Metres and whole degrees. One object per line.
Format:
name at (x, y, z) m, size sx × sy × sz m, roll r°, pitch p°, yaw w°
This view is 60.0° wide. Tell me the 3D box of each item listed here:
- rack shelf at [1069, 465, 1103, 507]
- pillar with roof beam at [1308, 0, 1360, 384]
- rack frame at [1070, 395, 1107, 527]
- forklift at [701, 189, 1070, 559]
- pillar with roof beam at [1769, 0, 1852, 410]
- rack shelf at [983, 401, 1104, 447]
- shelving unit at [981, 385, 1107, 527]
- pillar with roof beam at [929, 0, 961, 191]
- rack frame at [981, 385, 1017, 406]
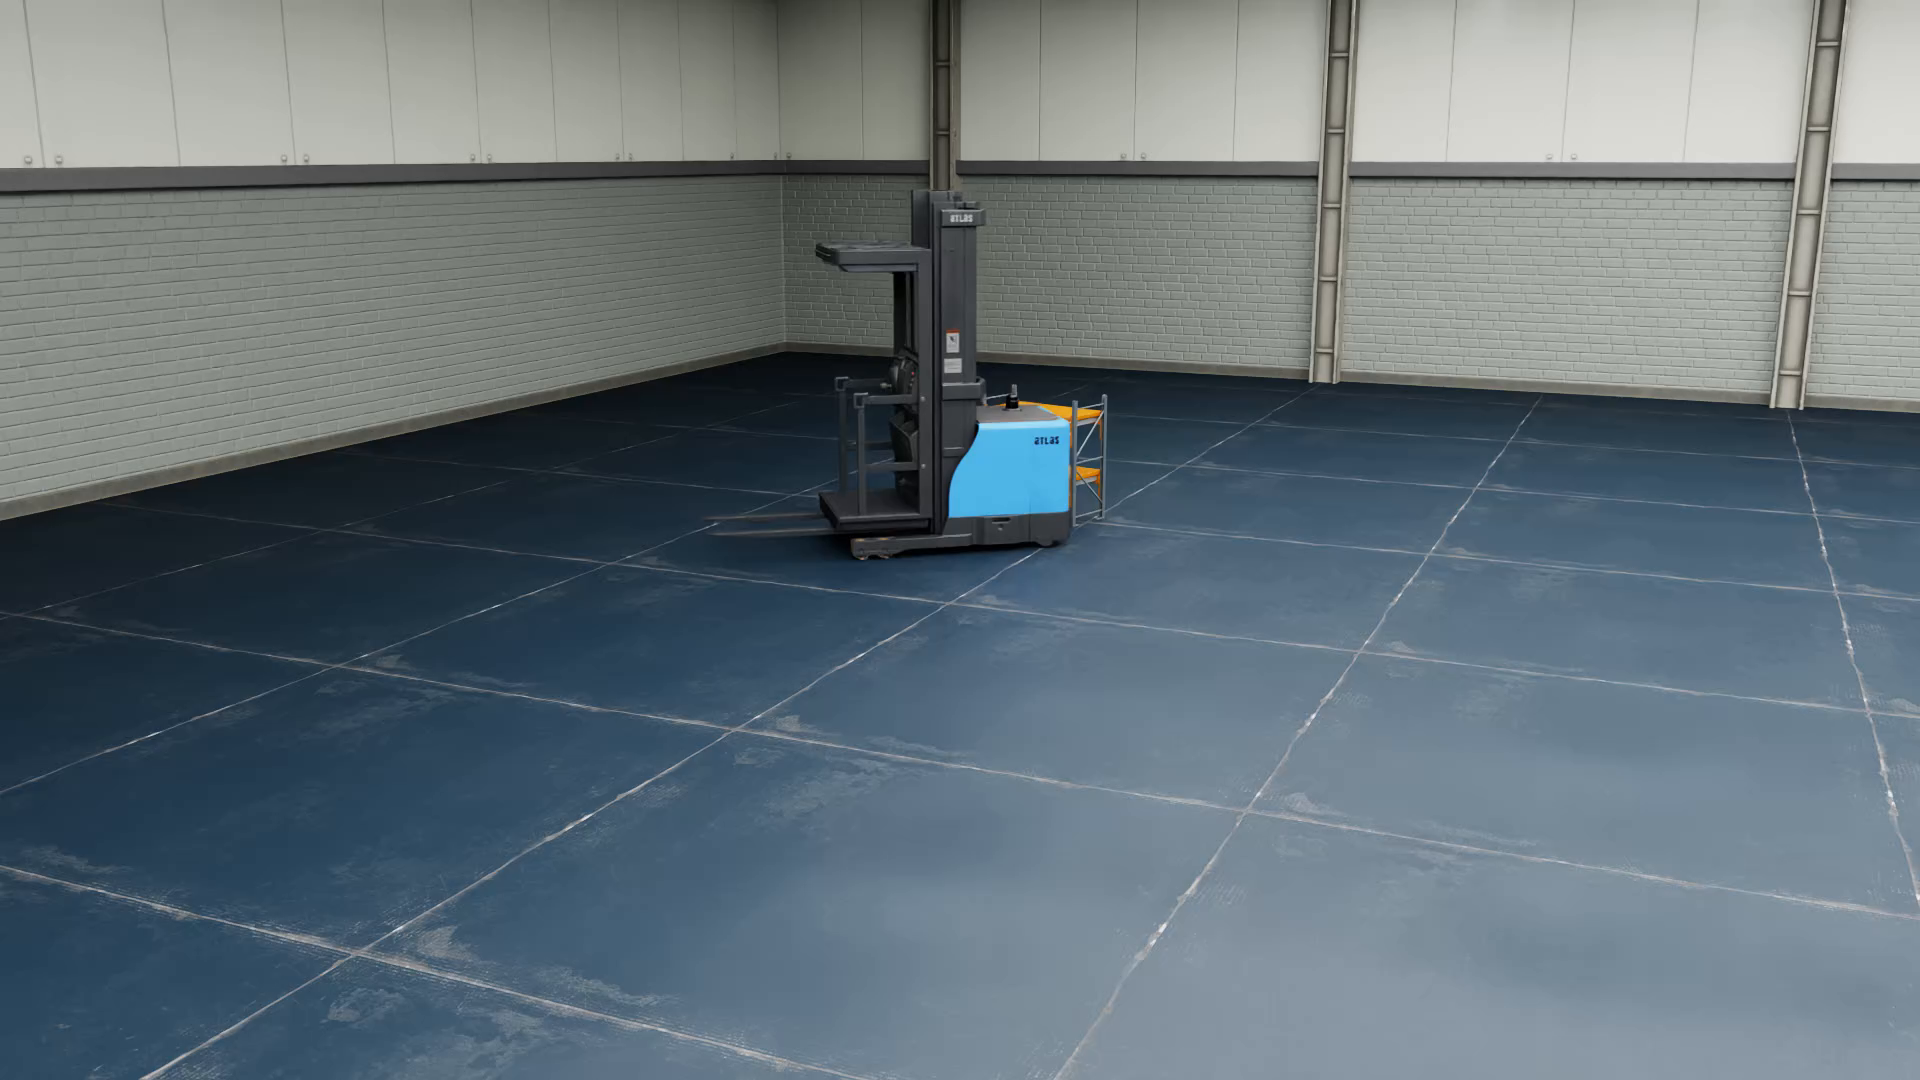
rack shelf at (0.753, -0.543, 15.175) m, size 1.000 × 0.278 × 0.538 m, roll 11°, pitch 17°, yaw 38°
pillar with roof beam at (3.514, -5.767, 19.132) m, size 0.400 × 9.000 × 9.100 m, roll 6°, pitch 14°, yaw 23°
rack frame at (1.146, -0.707, 14.806) m, size 0.032 × 1.125 × 0.500 m, roll 11°, pitch 17°, yaw 38°
forklift at (-0.646, -1.401, 13.808) m, size 3.031 × 2.935 × 1.130 m, roll -3°, pitch 14°, yaw -12°
pillar with roof beam at (9.000, -5.212, 16.766) m, size 0.400 × 9.000 × 9.100 m, roll 6°, pitch 14°, yaw 23°
rack shelf at (0.753, -1.066, 15.053) m, size 1.000 × 0.278 × 0.538 m, roll 11°, pitch 17°, yaw 38°
shelving unit at (0.753, -0.781, 15.120) m, size 1.048 × 1.125 × 0.538 m, roll 11°, pitch 17°, yaw 38°
pillar with roof beam at (-1.971, -6.322, 21.498) m, size 0.400 × 9.000 × 9.100 m, roll 6°, pitch 14°, yaw 23°
rack frame at (0.360, -0.854, 15.433) m, size 0.032 × 1.125 × 0.500 m, roll 11°, pitch 17°, yaw 38°
